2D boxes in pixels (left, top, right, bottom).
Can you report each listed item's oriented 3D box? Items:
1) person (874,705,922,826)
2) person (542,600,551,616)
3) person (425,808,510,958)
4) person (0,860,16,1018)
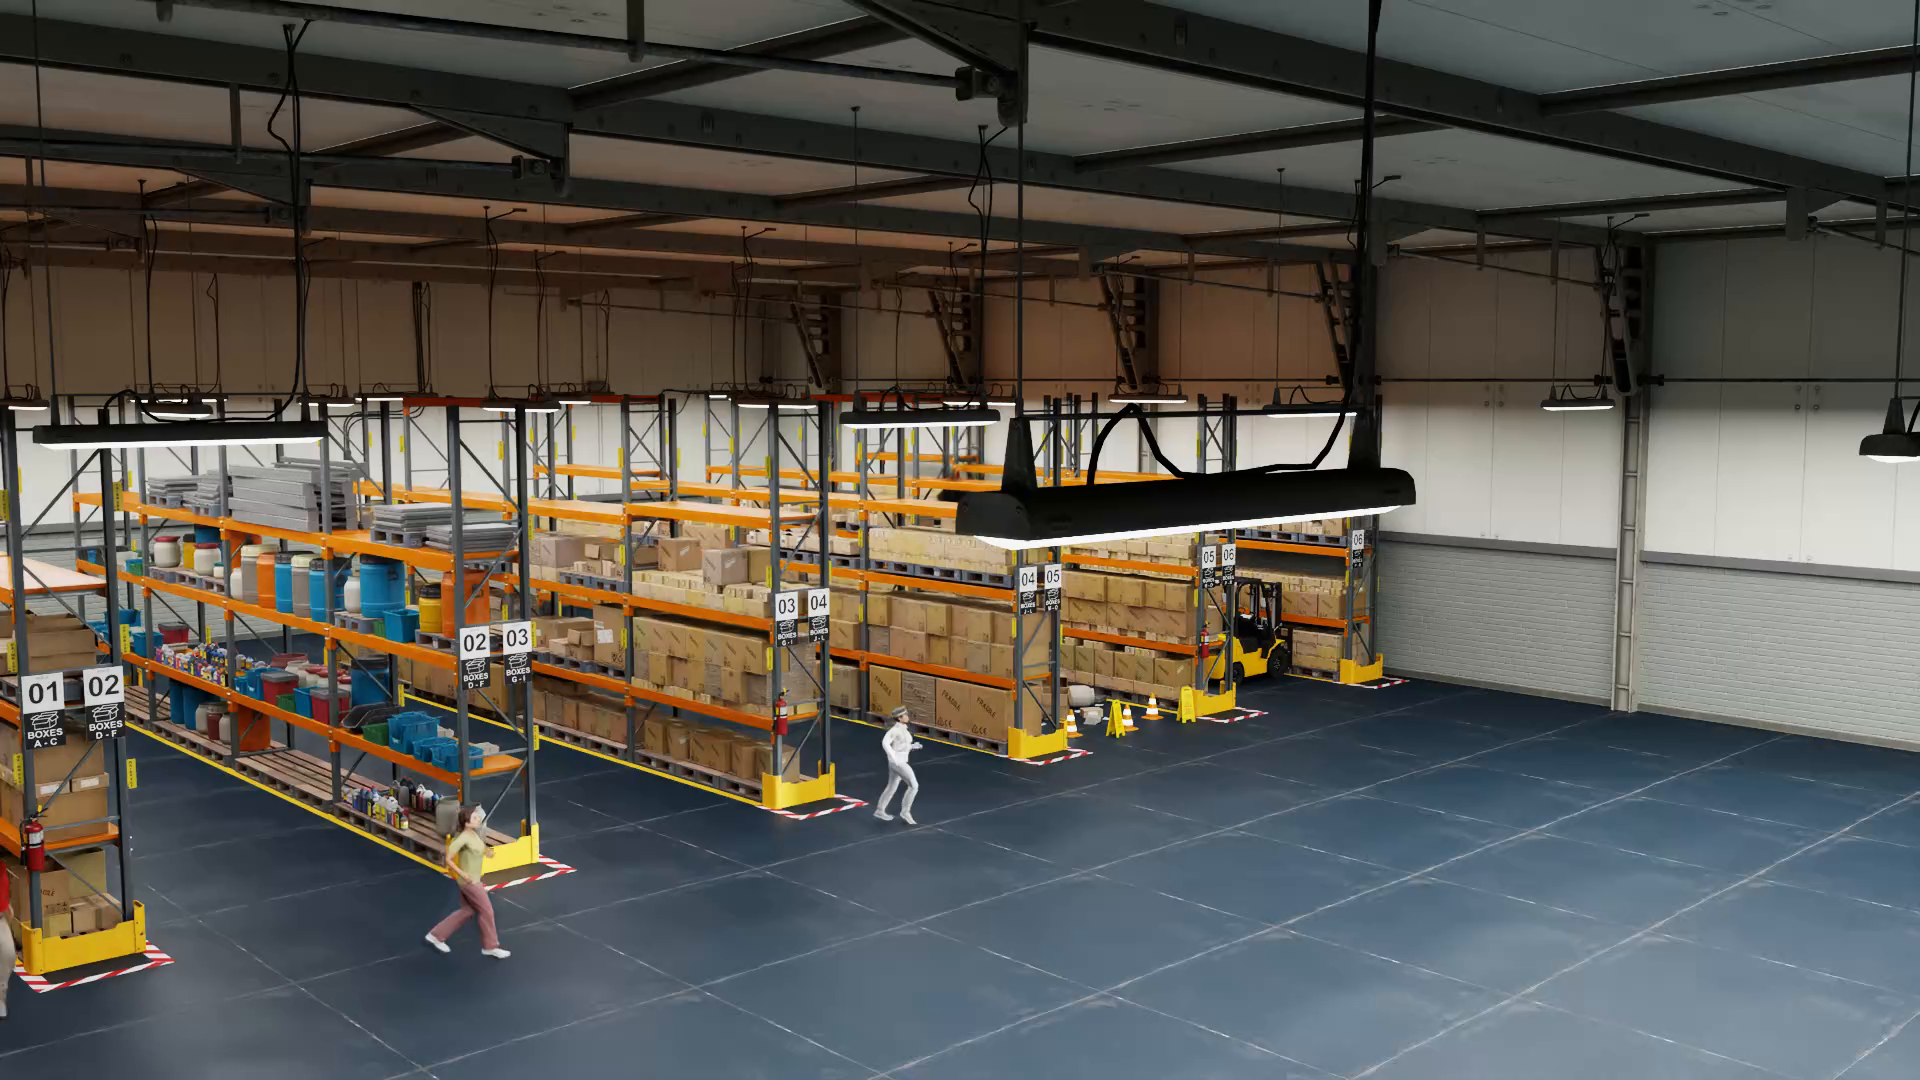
[{"bbox_3d":[-0.884,3.205,23.673,0.700,1.733,0.601,0,6,-1],"label":"person"},{"bbox_3d":[-10.209,1.559,41.045,0.807,1.669,0.576,-5,7,-41],"label":"person"},{"bbox_3d":[-5.390,3.747,18.160,0.891,1.681,0.564,-1,6,-12],"label":"person"},{"bbox_3d":[-9.798,3.887,16.708,0.763,1.765,0.745,2,6,23],"label":"person"}]
